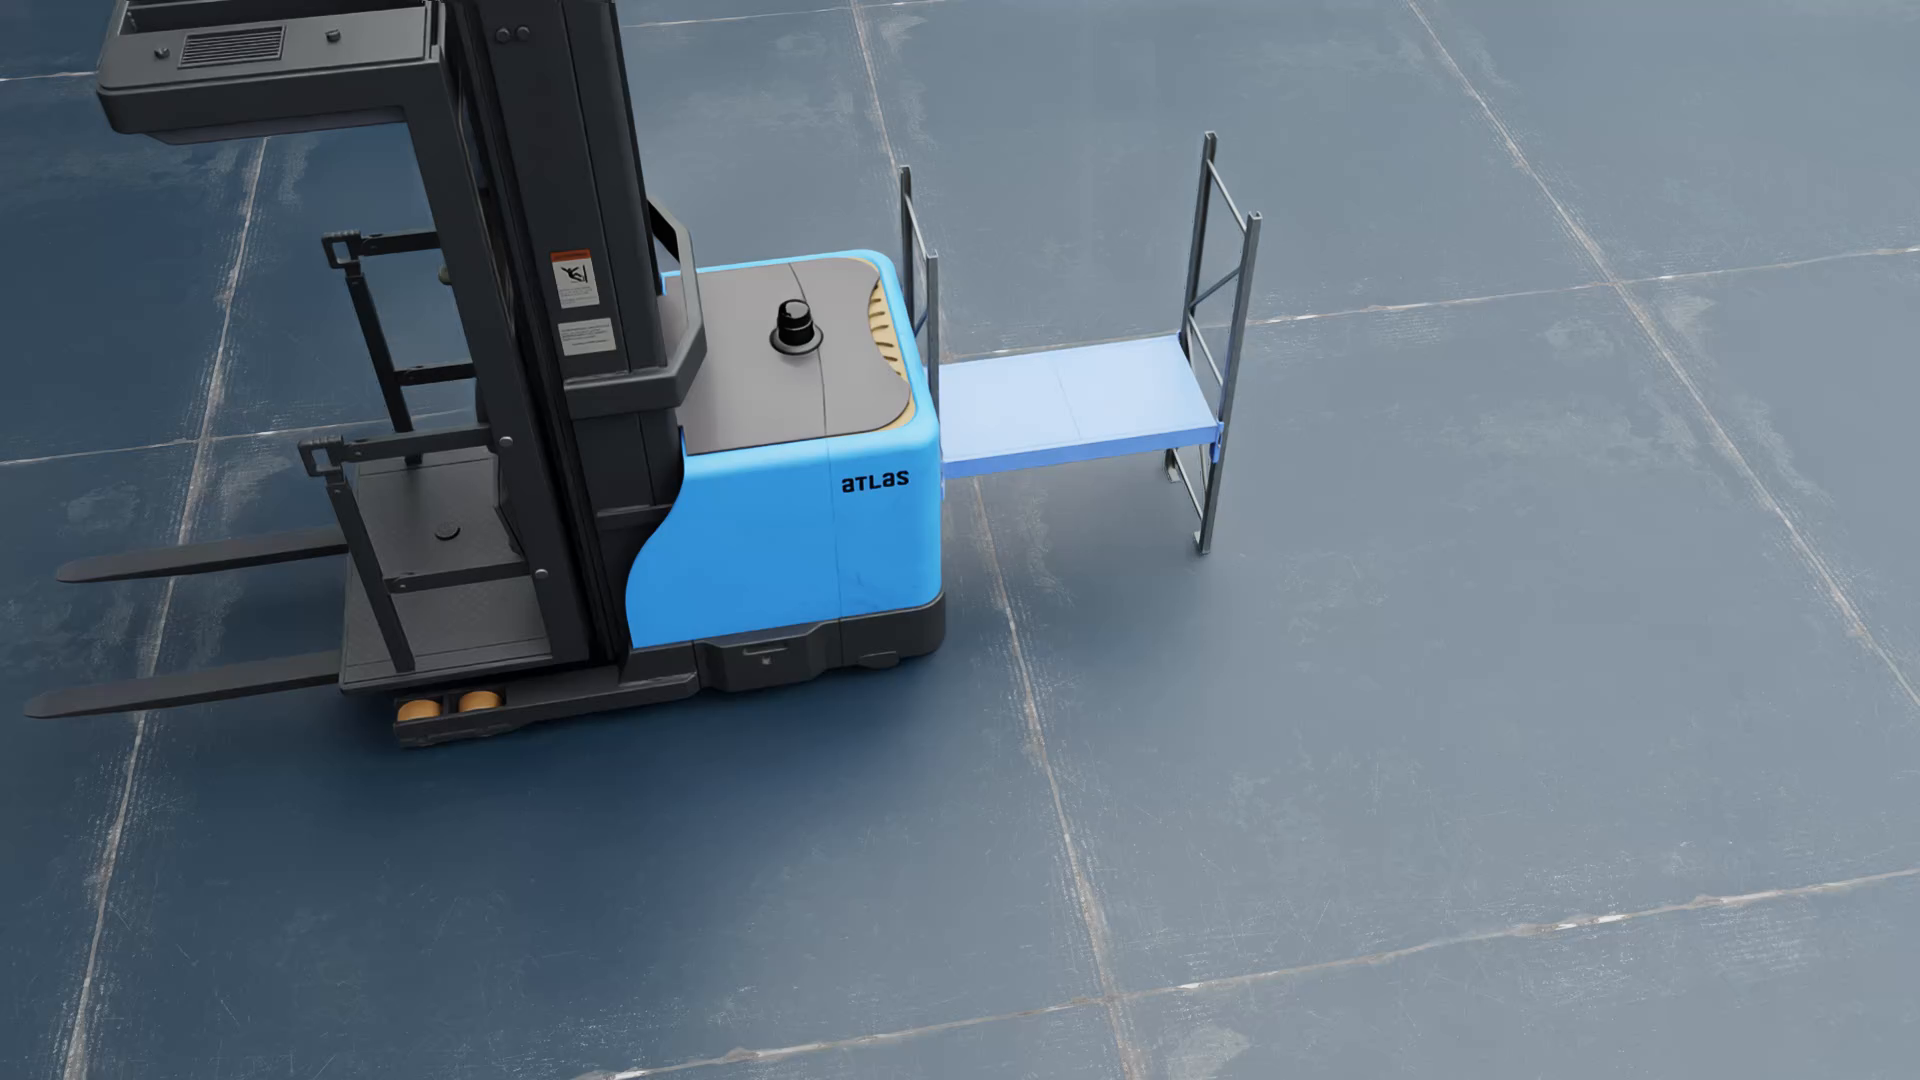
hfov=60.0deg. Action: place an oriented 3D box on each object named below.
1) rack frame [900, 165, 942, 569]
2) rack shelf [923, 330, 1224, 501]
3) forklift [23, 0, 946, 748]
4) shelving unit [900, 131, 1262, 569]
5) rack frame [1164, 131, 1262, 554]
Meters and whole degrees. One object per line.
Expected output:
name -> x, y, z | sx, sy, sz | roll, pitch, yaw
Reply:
rack frame -> -0.130, -0.503, 5.693 | 0.032, 1.500, 0.500 | -8, 47, -8
rack shelf -> 0.369, -0.449, 5.891 | 1.000, 0.185, 0.538 | -8, 47, -8
forklift -> -1.620, -0.741, 4.929 | 3.031, 2.935, 1.130 | -8, 47, -8
shelving unit -> 0.369, -0.574, 5.762 | 1.048, 1.500, 0.538 | -8, 47, -8
rack frame -> 0.868, -0.646, 5.831 | 0.032, 1.500, 0.500 | -8, 47, -8
